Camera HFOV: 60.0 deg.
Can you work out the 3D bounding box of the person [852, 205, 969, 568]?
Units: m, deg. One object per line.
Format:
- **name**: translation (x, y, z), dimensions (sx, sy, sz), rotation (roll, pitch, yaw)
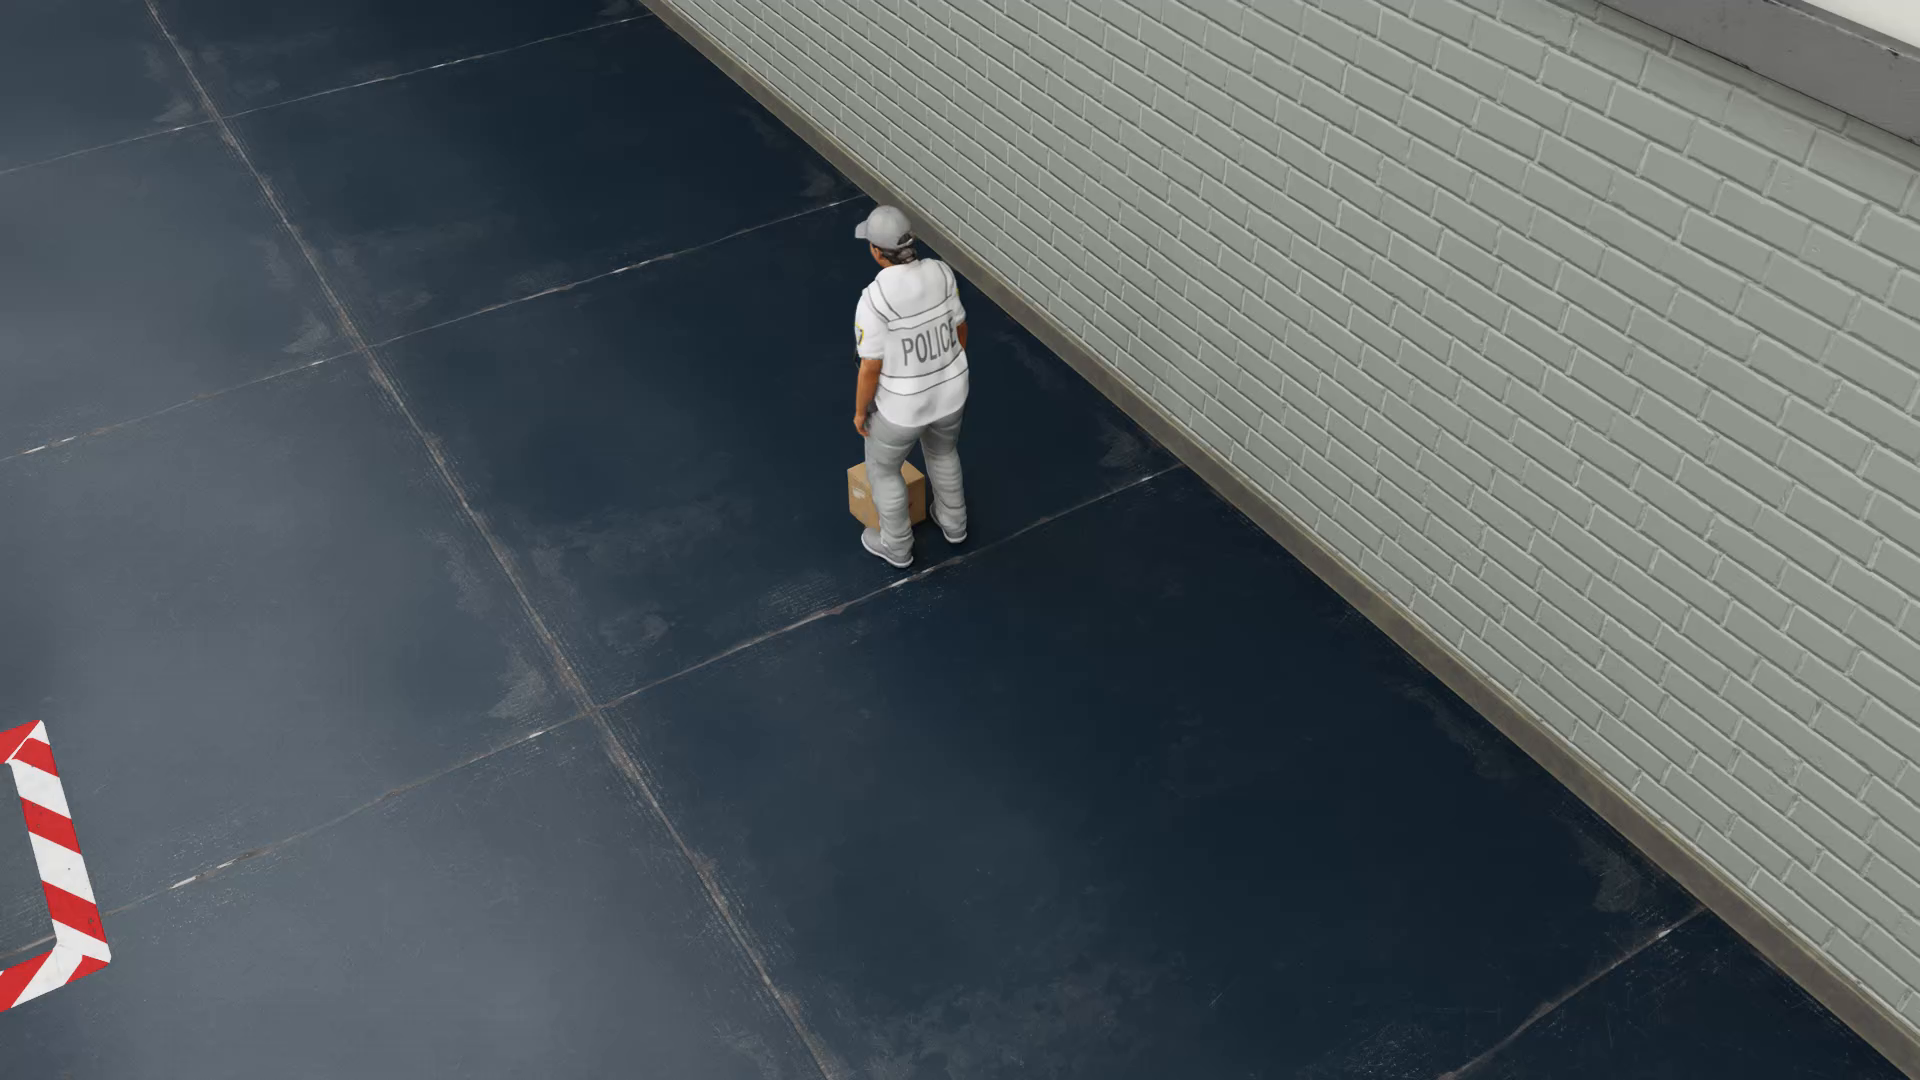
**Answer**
- **person**: translation (-0.209, -0.620, 6.866), dimensions (0.559, 1.665, 0.457), rotation (-25, 47, -26)
